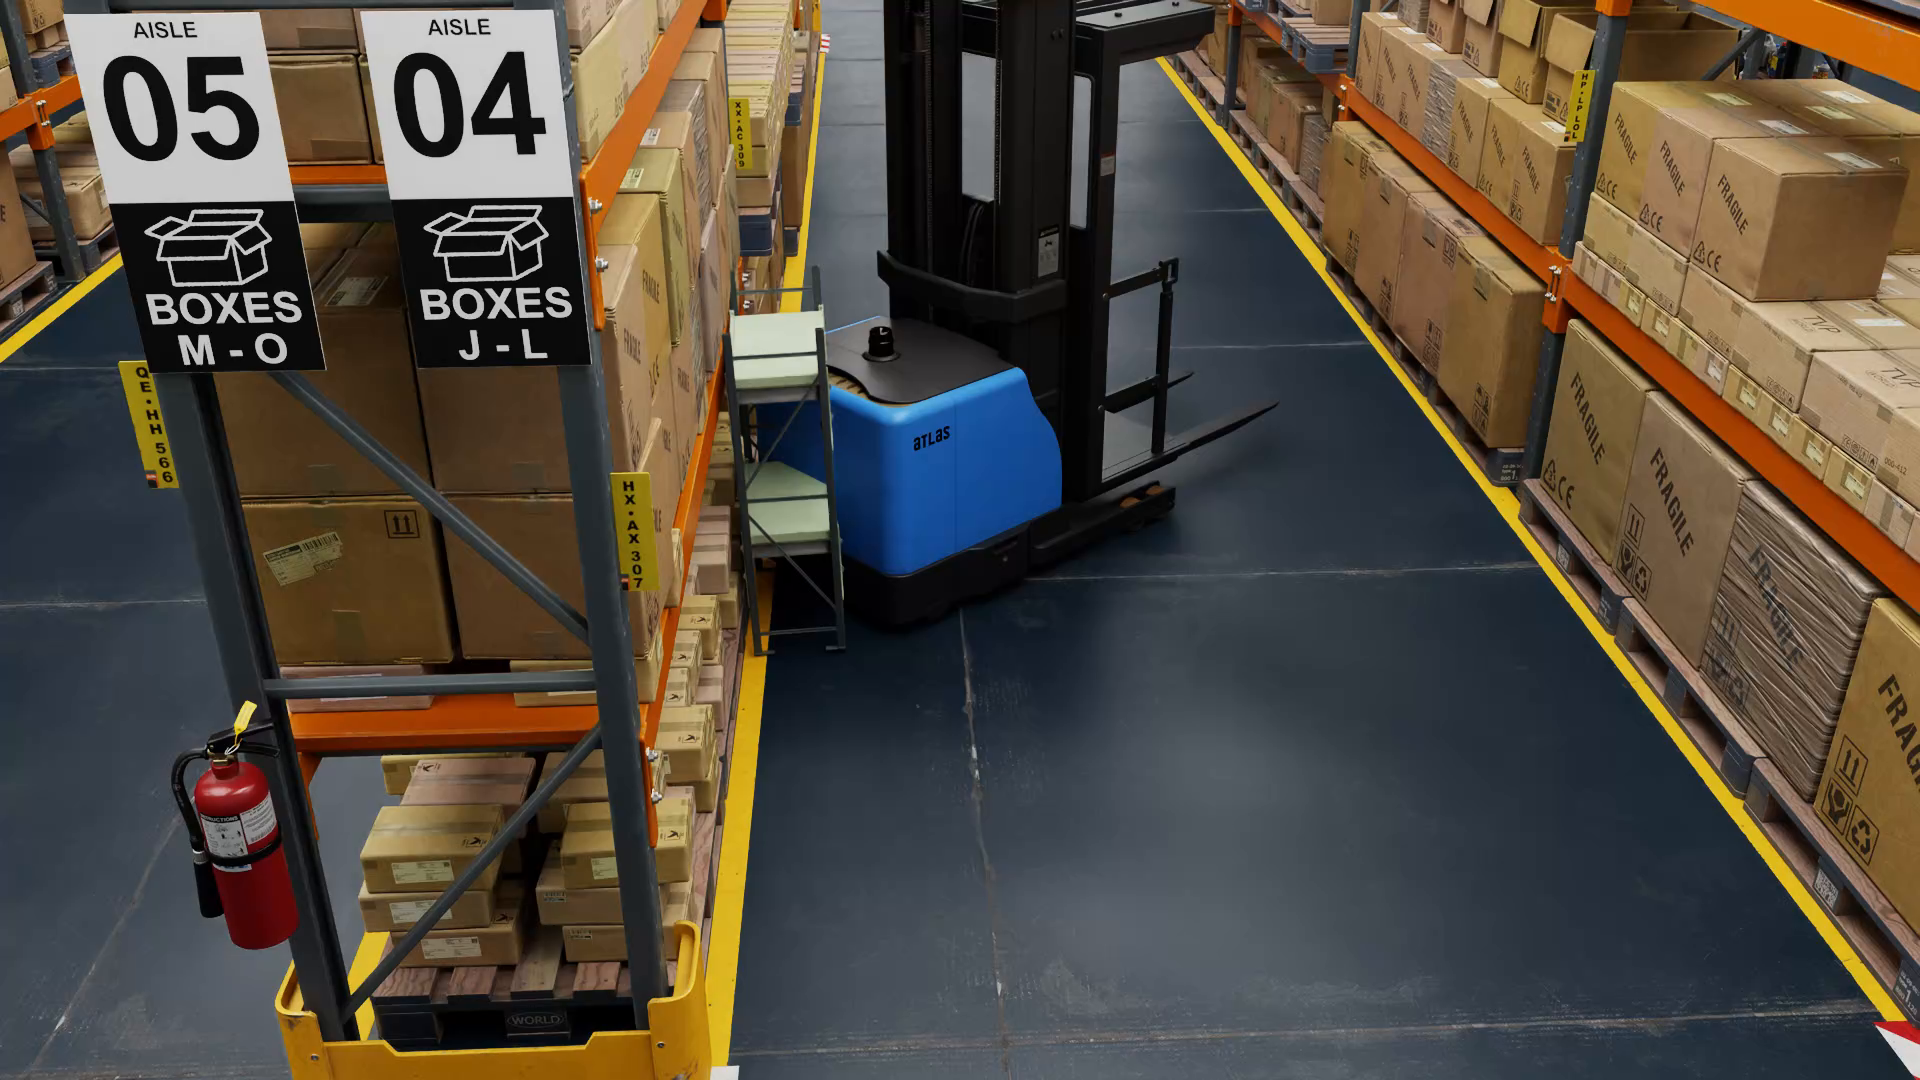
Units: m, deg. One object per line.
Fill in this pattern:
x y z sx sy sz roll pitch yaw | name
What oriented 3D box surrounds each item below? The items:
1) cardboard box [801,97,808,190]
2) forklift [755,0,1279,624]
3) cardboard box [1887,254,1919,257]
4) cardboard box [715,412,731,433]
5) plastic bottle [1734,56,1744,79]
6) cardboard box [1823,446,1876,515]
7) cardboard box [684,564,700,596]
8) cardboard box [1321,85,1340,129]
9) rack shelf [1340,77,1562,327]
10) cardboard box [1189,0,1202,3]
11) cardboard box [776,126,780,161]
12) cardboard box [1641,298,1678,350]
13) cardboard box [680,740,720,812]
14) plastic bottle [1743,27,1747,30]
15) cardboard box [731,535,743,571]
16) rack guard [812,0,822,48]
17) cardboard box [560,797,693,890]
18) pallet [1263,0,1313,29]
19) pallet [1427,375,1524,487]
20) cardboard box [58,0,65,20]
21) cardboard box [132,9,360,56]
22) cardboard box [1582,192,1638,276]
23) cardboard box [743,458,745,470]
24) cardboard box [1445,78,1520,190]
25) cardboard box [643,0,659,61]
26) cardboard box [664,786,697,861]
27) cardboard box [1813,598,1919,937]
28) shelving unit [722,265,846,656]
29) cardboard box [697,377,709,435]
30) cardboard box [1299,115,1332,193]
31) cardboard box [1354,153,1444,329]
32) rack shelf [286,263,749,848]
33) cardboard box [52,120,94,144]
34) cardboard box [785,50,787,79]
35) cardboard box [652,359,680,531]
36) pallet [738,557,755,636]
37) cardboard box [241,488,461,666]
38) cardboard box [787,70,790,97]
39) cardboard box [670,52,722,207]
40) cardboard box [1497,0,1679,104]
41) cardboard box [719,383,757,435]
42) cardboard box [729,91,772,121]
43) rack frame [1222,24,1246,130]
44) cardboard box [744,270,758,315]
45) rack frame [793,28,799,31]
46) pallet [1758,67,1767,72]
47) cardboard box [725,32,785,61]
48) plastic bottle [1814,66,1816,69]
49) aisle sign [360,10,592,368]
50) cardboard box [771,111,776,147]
-1.754 -3.191 13.103 1.050 0.750 0.750 -1 28 -2 | cardboard box
0.454 -1.501 7.958 3.031 2.935 1.130 -24 36 -38 | forklift
3.719 -1.170 7.090 0.500 0.250 0.500 -1 28 -1 | cardboard box
-1.276 -0.496 7.942 0.380 0.149 0.250 -1 28 -1 | cardboard box
7.578 -4.560 16.211 0.061 0.283 0.133 0 28 0 | plastic bottle
3.211 -0.211 5.682 0.380 0.149 0.250 -2 28 -4 | cardboard box
-1.231 0.222 6.566 0.380 0.149 0.250 -1 28 -3 | cardboard box
3.092 -3.361 12.867 0.500 0.250 0.500 2 28 3 | cardboard box
3.300 -2.146 9.898 1.077 0.370 4.000 -1 28 -3 | rack shelf
2.793 -5.872 18.514 0.500 0.500 0.500 4 28 7 | cardboard box
-1.157 -2.095 8.841 0.380 0.149 0.250 -1 28 -2 | cardboard box
3.131 -0.921 7.043 0.380 0.149 0.250 -2 28 -4 | cardboard box
-1.072 0.853 5.999 0.380 0.149 0.250 -1 28 -2 | cardboard box
8.282 -5.302 17.634 0.061 0.283 0.133 -1 28 -1 | plastic bottle
-1.185 0.025 7.587 0.380 0.149 0.250 -2 28 -4 | cardboard box
-2.182 -5.912 19.045 1.175 0.500 0.348 -1 28 -3 | rack guard
-1.034 0.943 5.183 0.380 0.149 0.250 -3 28 -5 | cardboard box
3.051 -4.216 13.298 1.003 0.211 1.213 -1 28 -3 | pallet
3.288 -0.659 9.286 1.003 0.211 1.213 -1 28 -3 | pallet
-6.528 -3.965 11.725 0.500 0.500 0.500 0 28 0 | cardboard box
-1.624 -1.312 3.901 0.500 0.250 0.500 -2 28 -4 | cardboard box
3.167 -1.383 7.499 0.500 0.250 0.500 -2 28 -4 | cardboard box
-1.194 -0.260 7.811 0.380 0.149 0.250 -3 28 -5 | cardboard box
3.054 -2.265 9.240 0.500 0.500 0.500 -2 28 -3 | cardboard box
-1.177 -1.579 4.951 0.500 0.250 0.500 -2 28 -4 | cardboard box
-1.075 0.949 5.493 0.380 0.149 0.250 -2 28 -3 | cardboard box
3.500 0.768 5.376 0.875 0.875 0.875 -1 28 -3 | cardboard box
-0.754 -0.344 7.237 0.431 1.500 0.755 -4 29 -4 | shelving unit
-1.152 -0.510 6.256 0.380 0.149 0.250 -1 28 -2 | cardboard box
3.098 -3.040 13.062 0.700 0.500 0.500 -4 28 -7 | cardboard box
3.249 -1.901 10.495 1.225 0.875 0.875 -1 28 -2 | cardboard box
-1.450 -0.225 6.216 1.077 0.370 4.000 -1 28 -3 | rack shelf
-6.801 -3.122 13.380 0.950 0.372 0.625 0 28 -1 | cardboard box
-1.228 -2.829 9.927 0.380 0.149 0.250 -2 28 -3 | cardboard box
-1.147 -0.257 5.070 0.500 0.500 0.500 -1 28 -3 | cardboard box
-1.484 0.078 7.873 1.003 0.211 1.213 -1 28 -3 | pallet
-1.626 0.002 4.573 0.500 0.500 0.500 -1 28 -2 | cardboard box
-1.244 -2.825 10.240 0.380 0.149 0.250 -2 28 -3 | cardboard box
-1.228 -1.638 6.637 0.500 0.500 0.500 -2 28 -4 | cardboard box
3.338 -2.642 8.879 0.797 0.503 0.637 -1 28 -2 | cardboard box
-1.328 -0.893 8.968 0.500 0.500 0.500 0 28 -1 | cardboard box
-1.136 -2.128 8.261 0.380 0.149 0.250 -1 28 -1 | cardboard box
2.986 -5.236 15.045 1.000 3.000 0.127 -1 28 -3 | rack frame
-1.329 -1.226 8.795 0.500 0.250 0.500 -3 28 -5 | cardboard box
-1.972 -5.162 14.904 1.000 3.000 0.127 -1 28 -3 | rack frame
7.872 -4.995 17.598 1.003 0.211 1.213 -1 28 -3 | pallet
-1.215 -2.841 9.628 0.380 0.149 0.250 0 28 0 | cardboard box
8.343 -4.561 16.302 0.097 0.201 0.097 0 28 0 | plastic bottle
-1.042 -0.747 3.627 0.394 0.787 0.004 -1 28 -3 | aisle sign
-1.145 -2.106 8.541 0.380 0.149 0.250 -1 28 -1 | cardboard box
